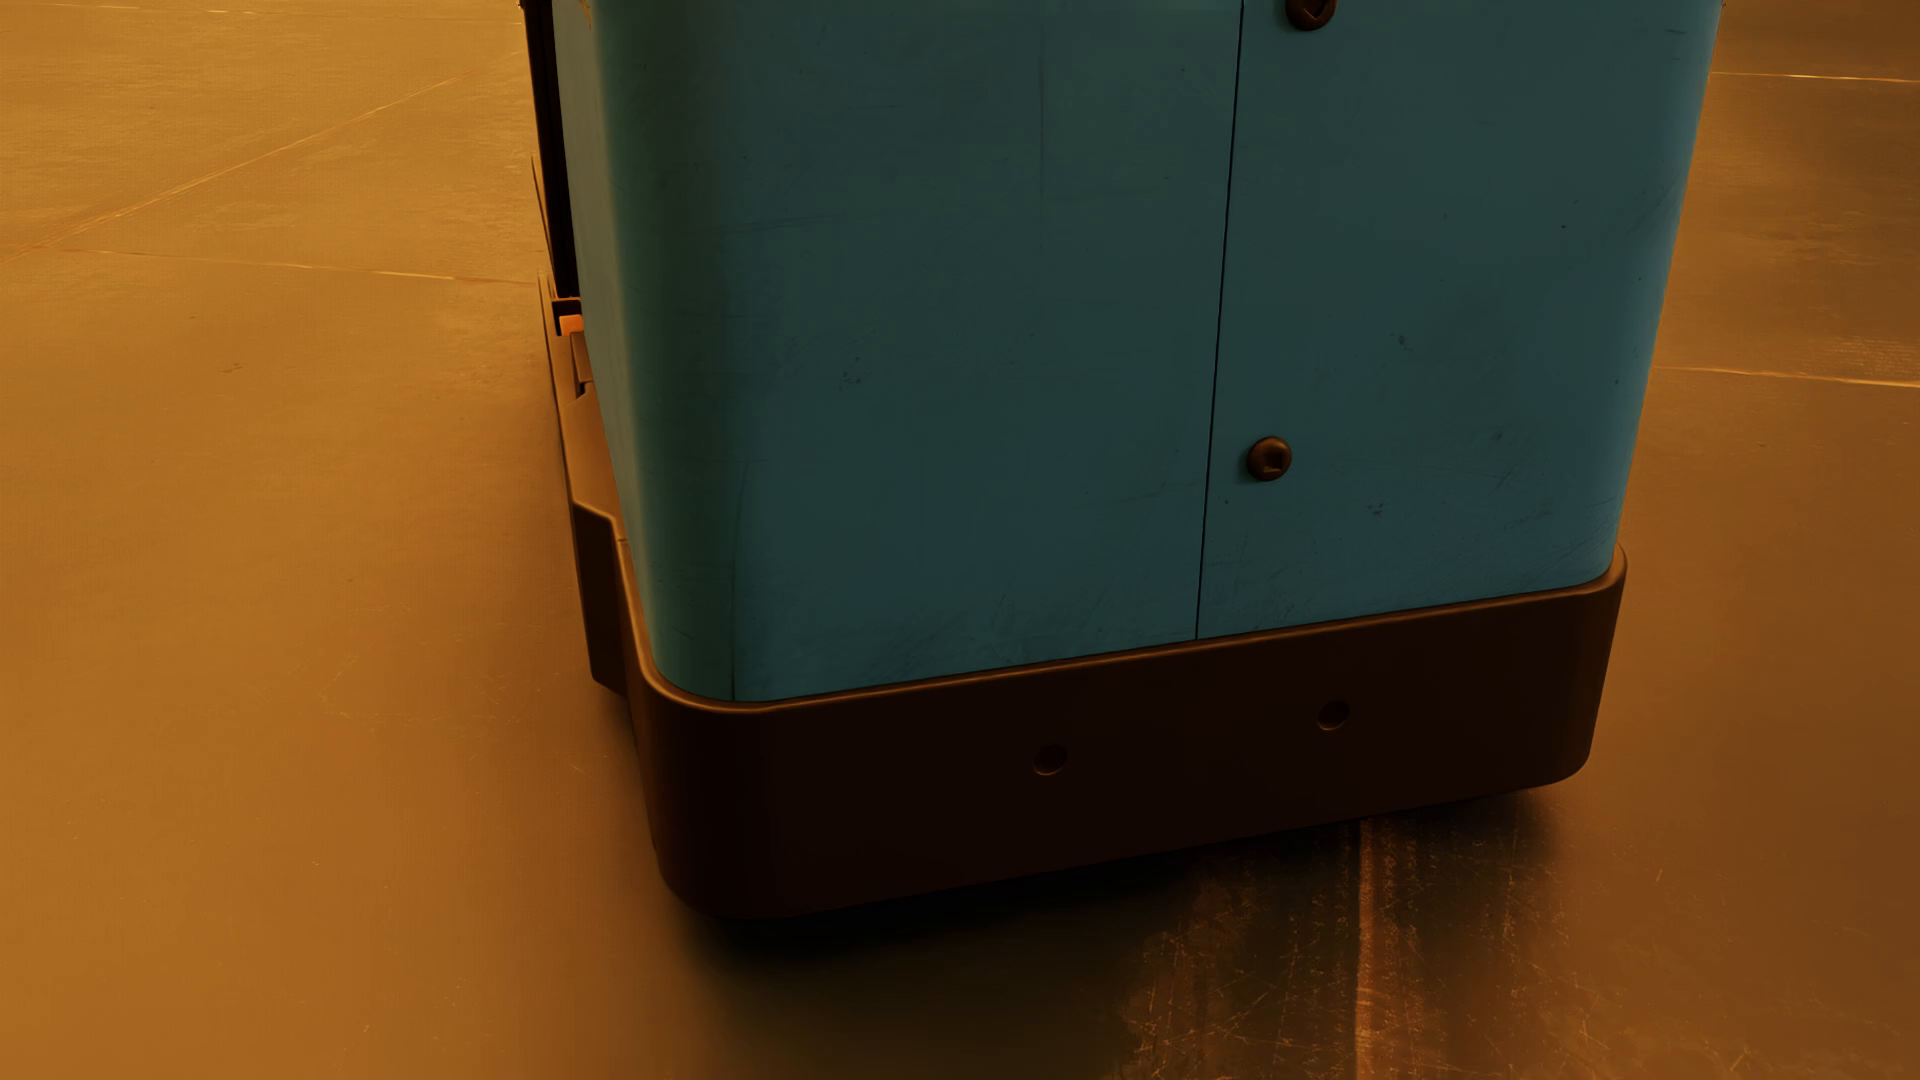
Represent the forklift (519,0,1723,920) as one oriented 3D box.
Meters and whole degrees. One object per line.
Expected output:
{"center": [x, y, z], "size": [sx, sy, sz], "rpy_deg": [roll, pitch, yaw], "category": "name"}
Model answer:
{"center": [-0.168, -1.585, 2.387], "size": [1.130, 2.935, 3.031], "rpy_deg": [-7, 28, -14], "category": "forklift"}
